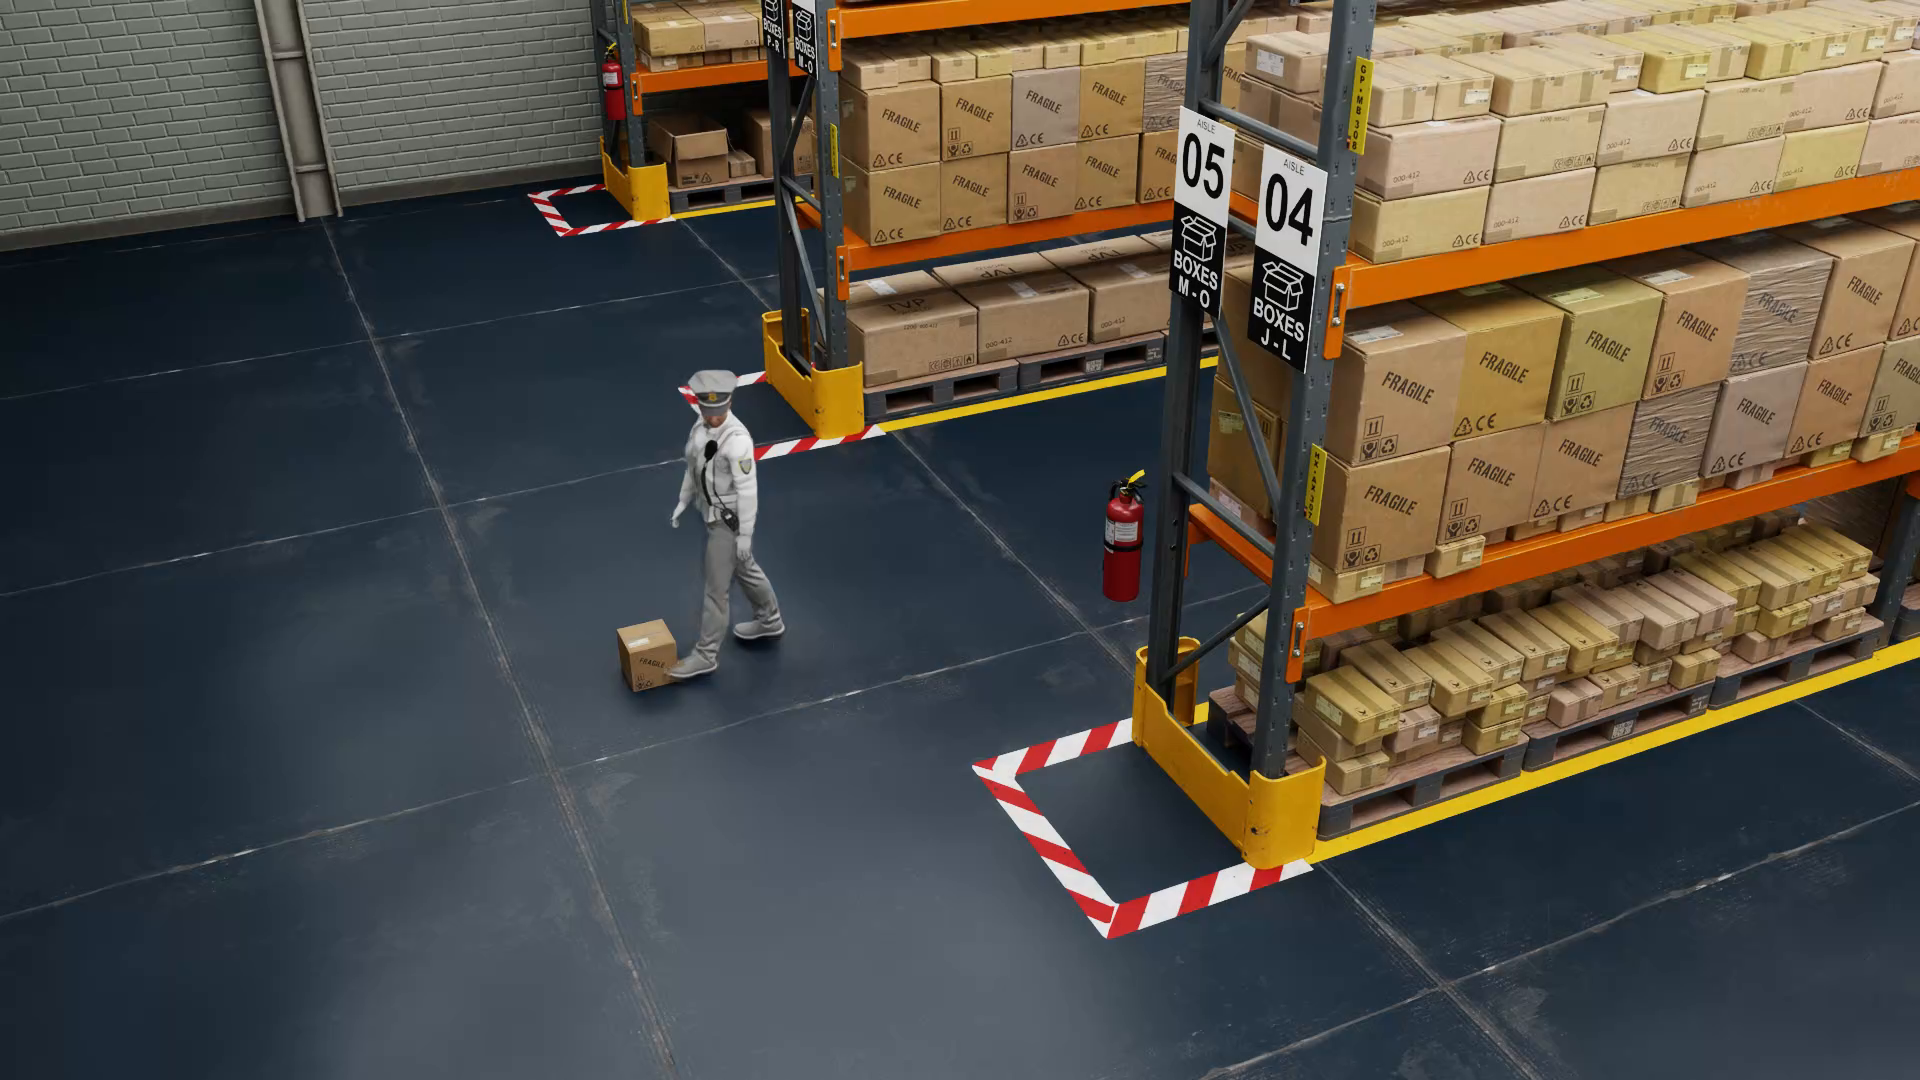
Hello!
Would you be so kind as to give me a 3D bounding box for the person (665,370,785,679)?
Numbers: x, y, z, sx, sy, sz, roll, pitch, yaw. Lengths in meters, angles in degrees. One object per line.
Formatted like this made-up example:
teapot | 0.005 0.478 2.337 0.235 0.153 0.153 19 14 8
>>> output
person | -1.280 -0.105 8.594 0.725 1.646 0.521 -13 32 -22
